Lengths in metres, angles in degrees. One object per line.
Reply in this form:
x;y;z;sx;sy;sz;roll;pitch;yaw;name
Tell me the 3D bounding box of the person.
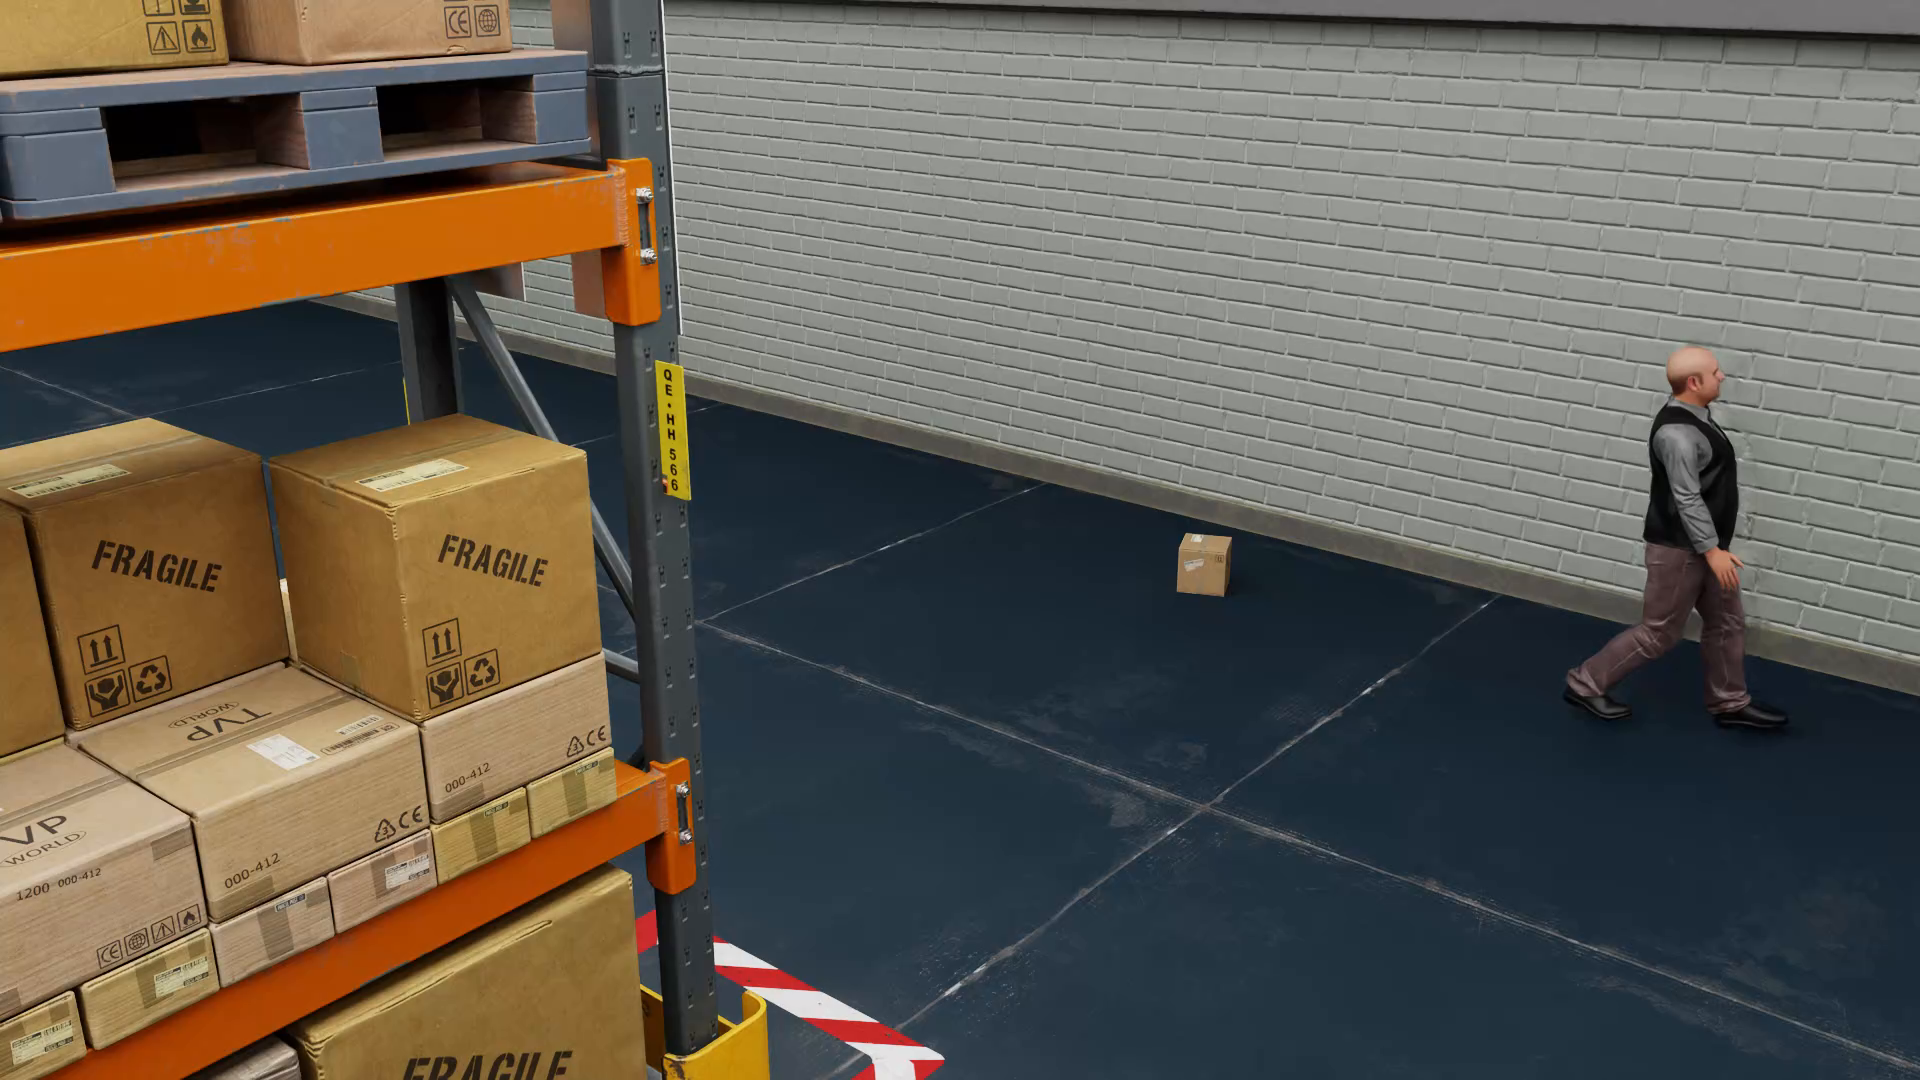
3.140;0.026;7.050;0.905;1.685;0.539;11;23;28;person
